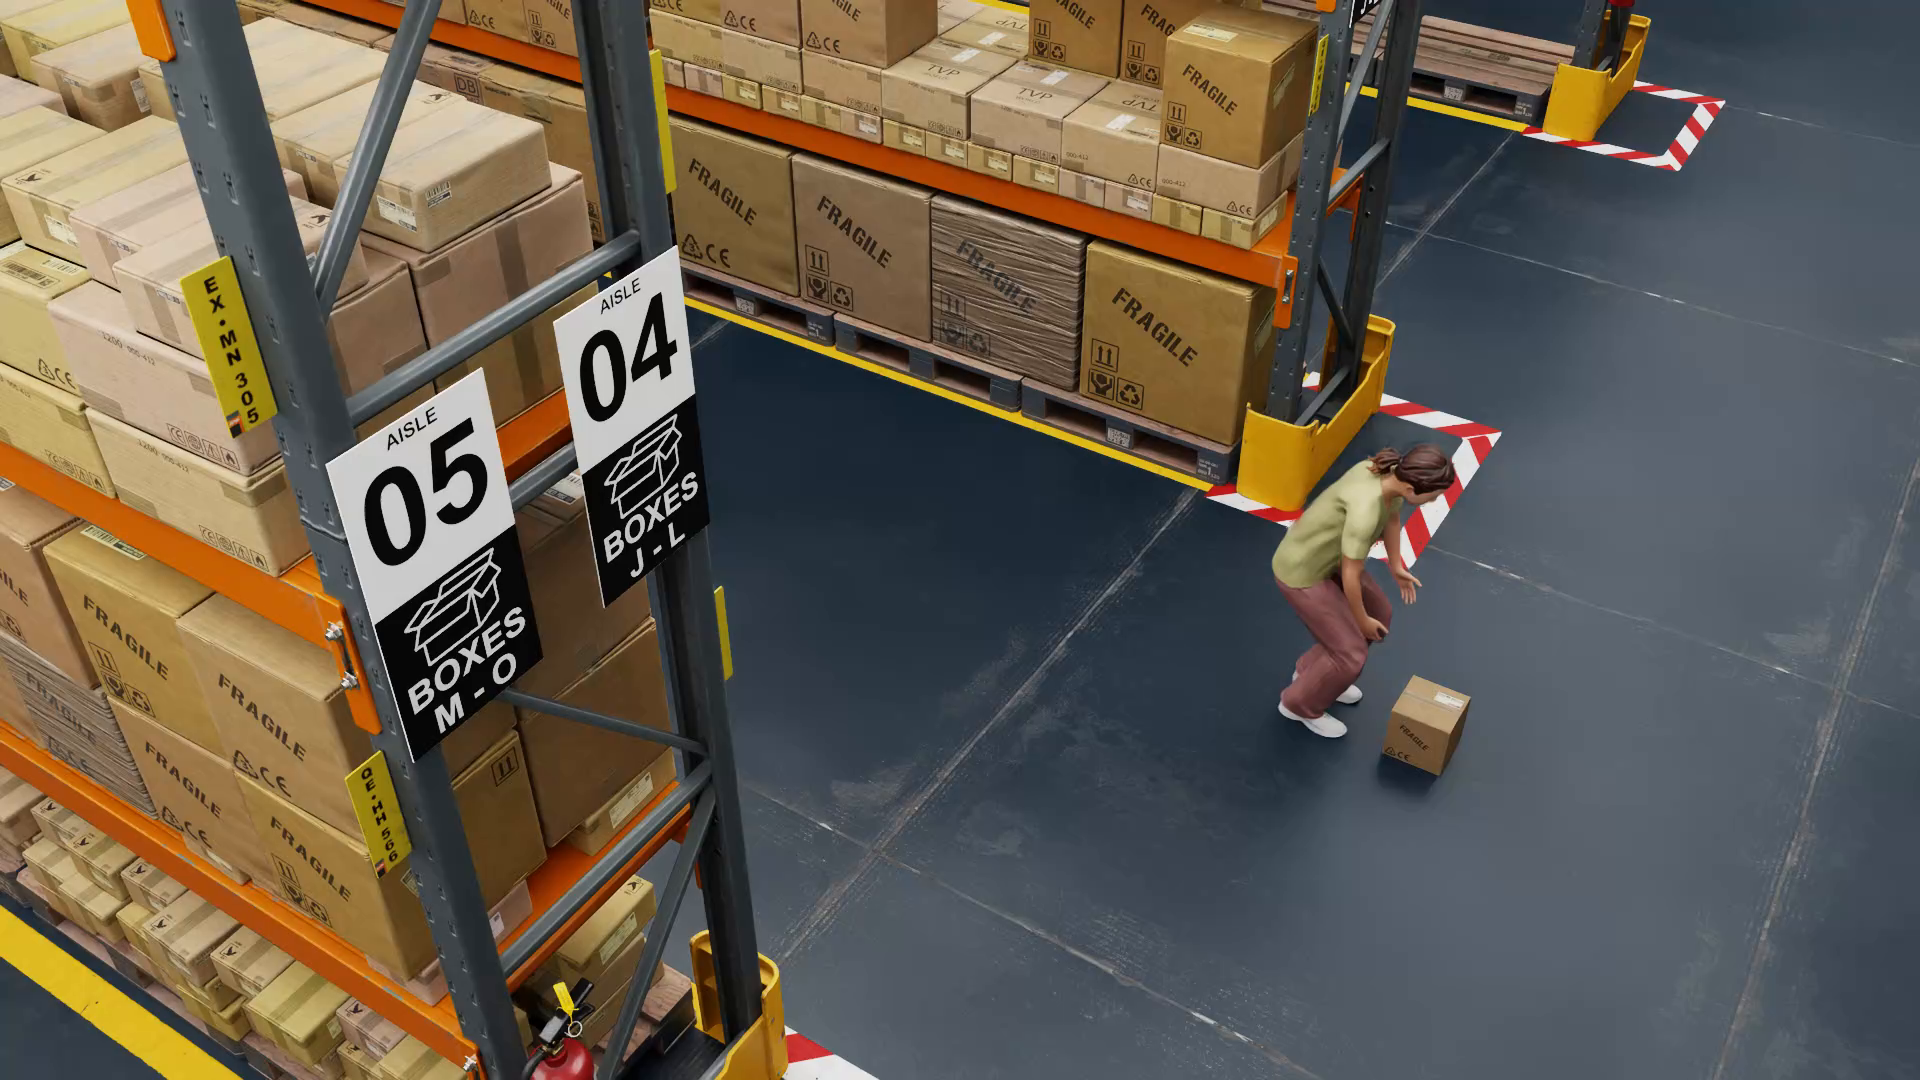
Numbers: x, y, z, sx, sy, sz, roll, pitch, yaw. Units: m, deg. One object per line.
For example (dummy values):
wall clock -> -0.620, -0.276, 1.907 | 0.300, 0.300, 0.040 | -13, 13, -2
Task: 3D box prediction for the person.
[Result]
person -> 1.582, 0.150, 6.704 | 0.615, 1.418, 0.508 | 22, 43, 25
